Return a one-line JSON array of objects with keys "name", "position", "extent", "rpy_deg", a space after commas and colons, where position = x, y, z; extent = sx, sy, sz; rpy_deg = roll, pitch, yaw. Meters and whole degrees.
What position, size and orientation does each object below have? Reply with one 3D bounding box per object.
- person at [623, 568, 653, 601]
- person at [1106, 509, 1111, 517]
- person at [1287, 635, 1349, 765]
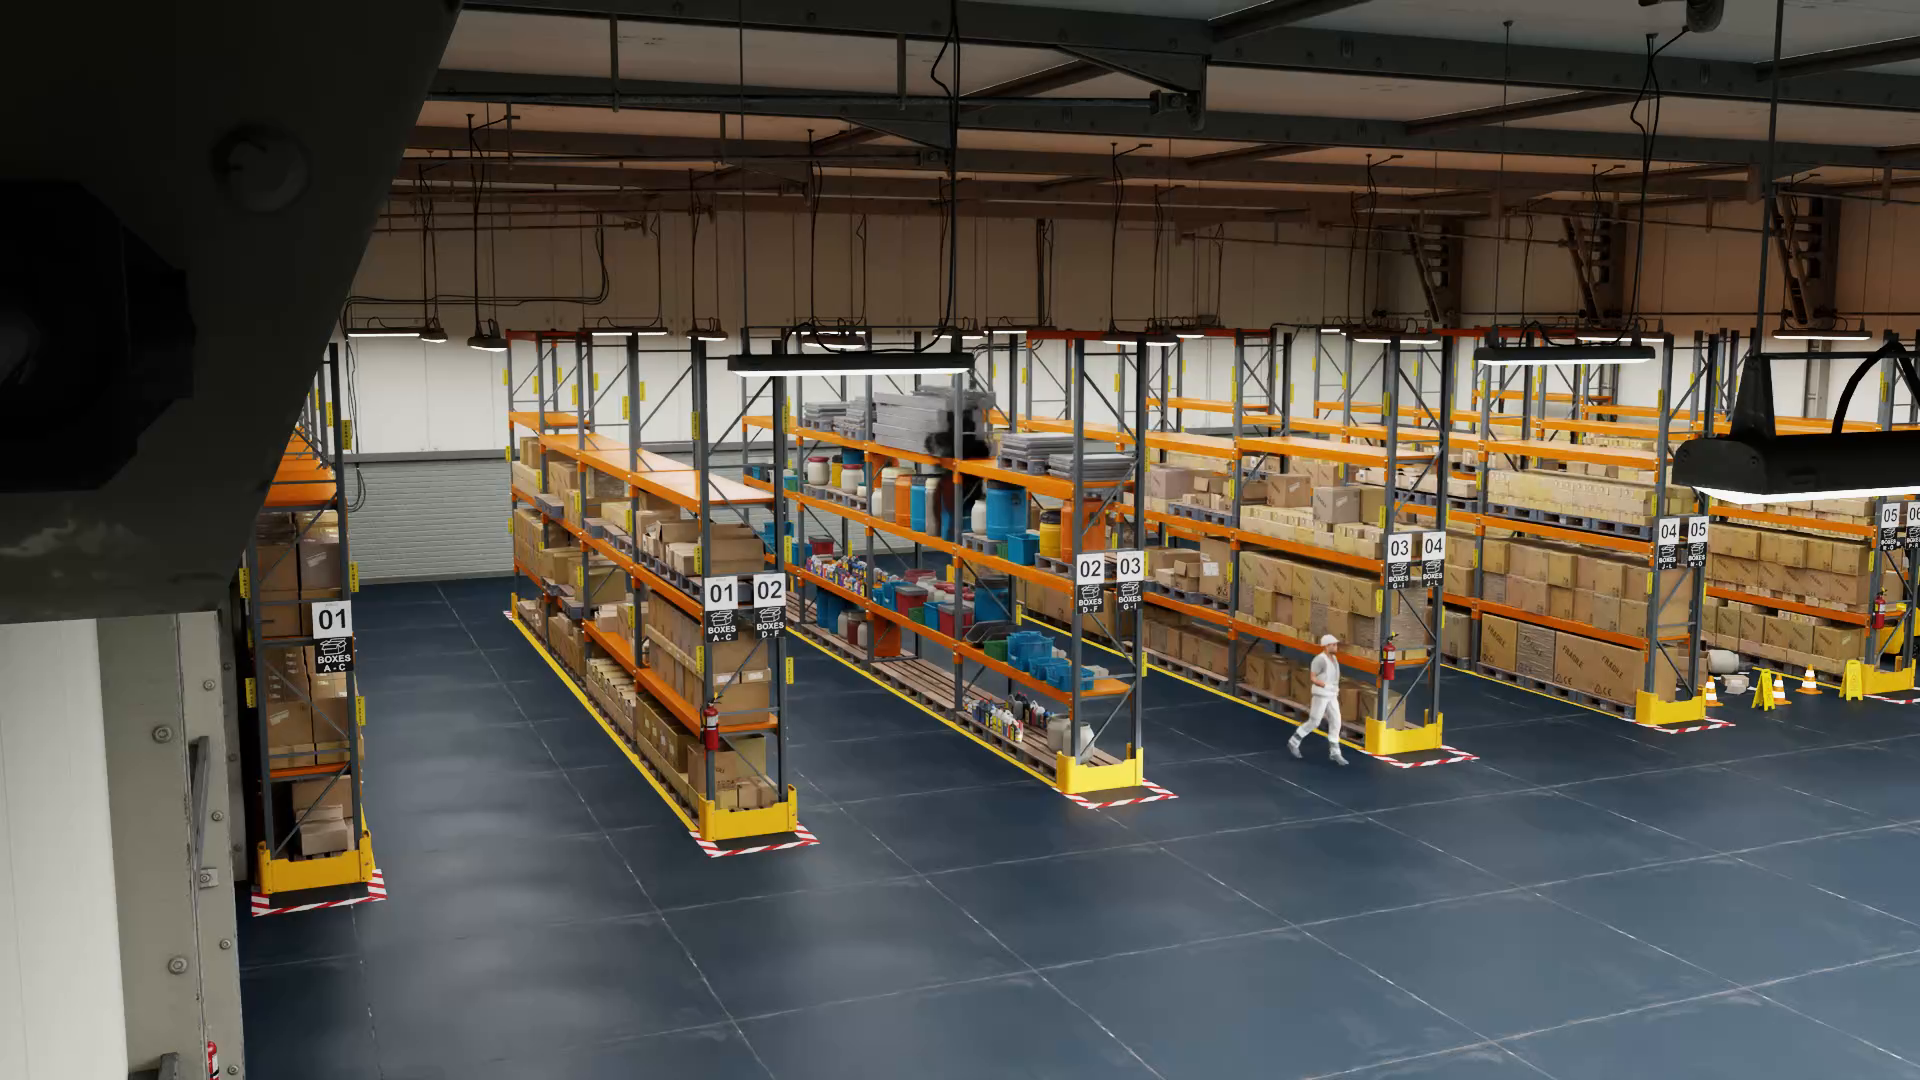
[{"name": "person", "position": [-6.667, 0.798, 34.617], "extent": [0.694, 1.671, 0.542], "rpy_deg": [-5, 9, -35]}, {"name": "person", "position": [3.283, 0.101, 39.720], "extent": [0.834, 1.672, 0.579], "rpy_deg": [-1, 8, -10]}, {"name": "person", "position": [5.193, 2.231, 23.617], "extent": [0.902, 1.783, 0.709], "rpy_deg": [7, 10, 41]}]
